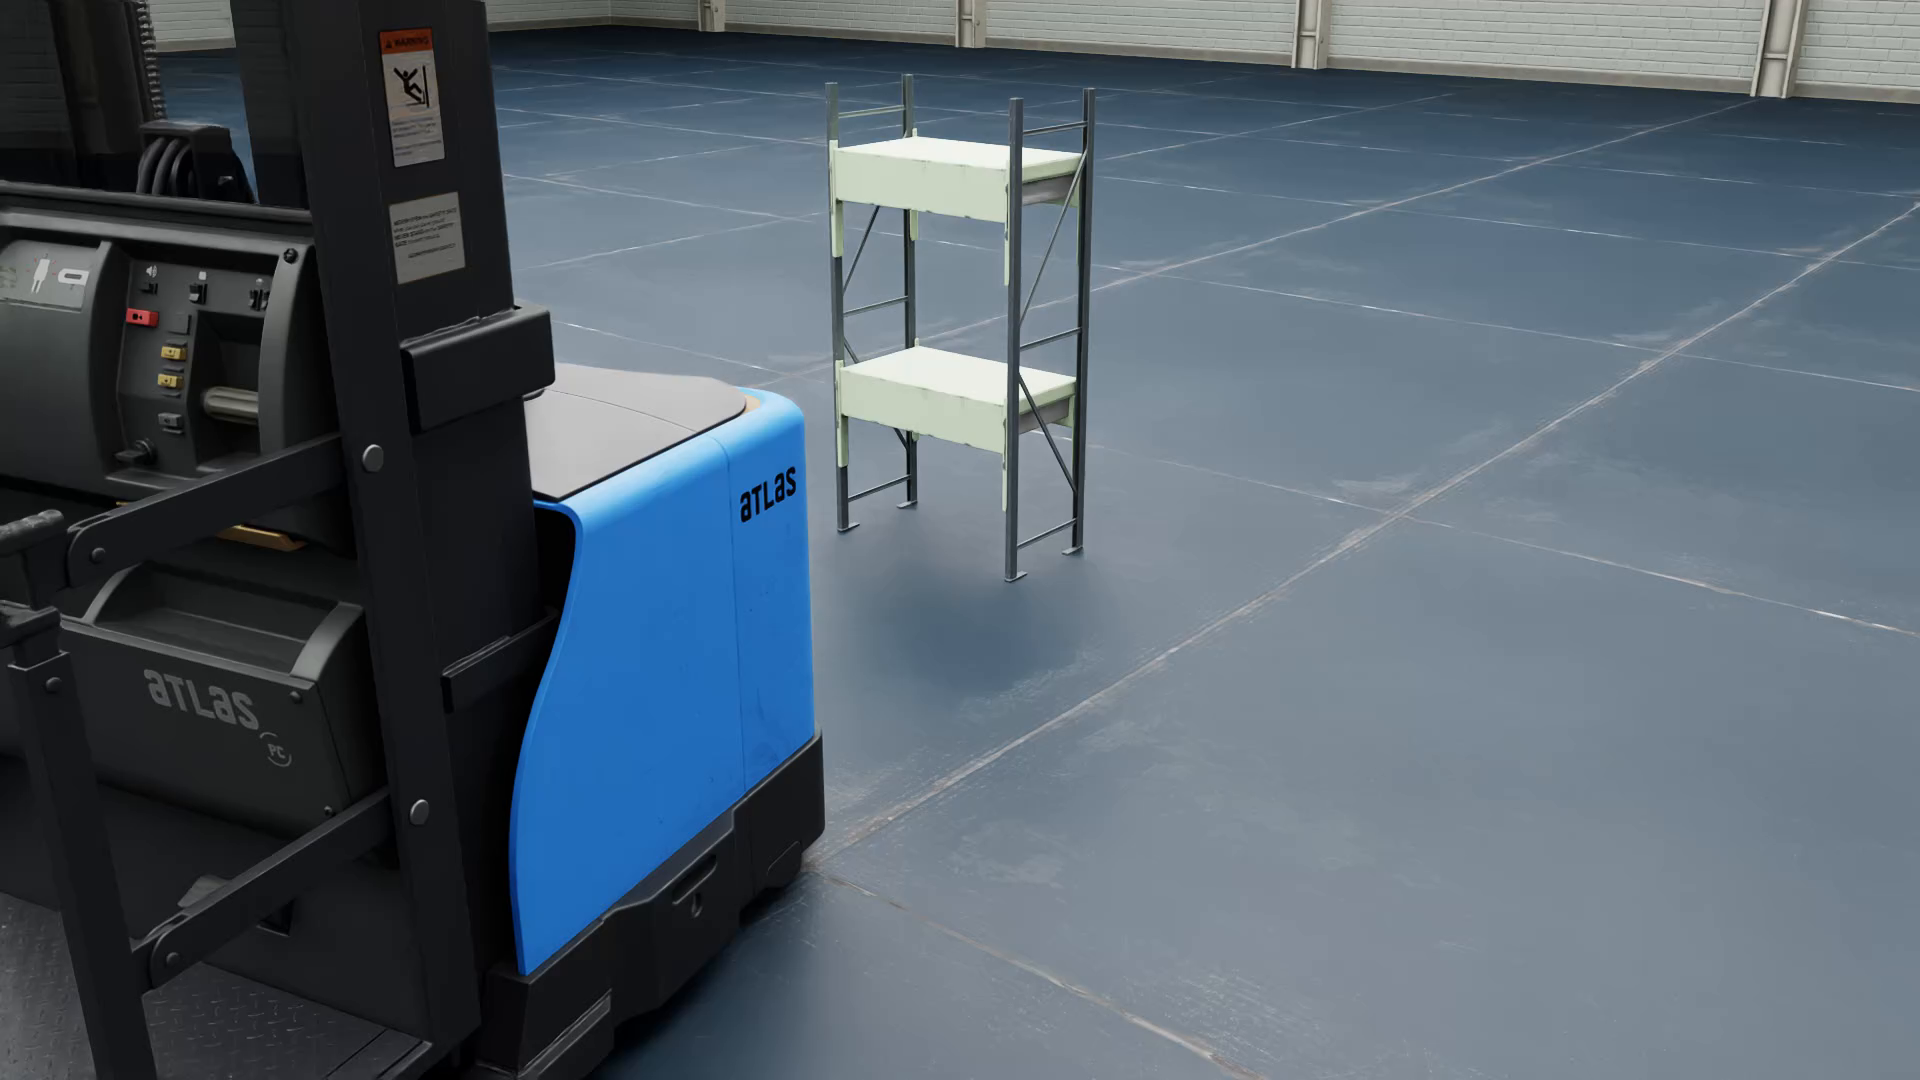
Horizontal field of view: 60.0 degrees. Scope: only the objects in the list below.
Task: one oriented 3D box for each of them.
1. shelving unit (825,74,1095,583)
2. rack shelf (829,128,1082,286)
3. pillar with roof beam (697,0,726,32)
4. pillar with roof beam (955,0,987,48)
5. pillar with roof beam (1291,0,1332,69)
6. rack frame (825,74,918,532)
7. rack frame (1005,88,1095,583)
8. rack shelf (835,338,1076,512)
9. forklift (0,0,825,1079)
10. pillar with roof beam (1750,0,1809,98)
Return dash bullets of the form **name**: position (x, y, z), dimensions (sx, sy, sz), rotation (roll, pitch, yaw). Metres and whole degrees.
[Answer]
- **shelving unit**: position (-0.005, -0.703, 5.407), dimensions (0.755, 1.500, 0.431), rotation (16, 26, 36)
- **rack shelf**: position (-0.005, -1.068, 5.270), dimensions (0.720, 0.370, 0.431), rotation (16, 26, 36)
- **pillar with roof beam**: position (-7.197, -12.231, 25.350), dimensions (0.400, 9.000, 9.100), rotation (16, 26, 36)
- **pillar with roof beam**: position (-2.549, -10.893, 21.800), dimensions (0.400, 9.000, 9.100), rotation (16, 26, 36)
- **pillar with roof beam**: position (2.100, -9.554, 18.250), dimensions (0.400, 9.000, 9.100), rotation (16, 26, 36)
- **rack frame**: position (-0.289, -0.785, 5.624), dimensions (0.023, 1.500, 0.400), rotation (16, 26, 36)
- **rack frame**: position (0.278, -0.622, 5.191), dimensions (0.023, 1.500, 0.400), rotation (16, 26, 36)
- **rack shelf**: position (-0.005, -0.398, 5.523), dimensions (0.720, 0.370, 0.431), rotation (16, 26, 36)
- **forklift**: position (-1.391, -0.271, 2.234), dimensions (1.130, 2.935, 3.031), rotation (9, 23, 24)
- **pillar with roof beam**: position (6.748, -8.215, 14.700), dimensions (0.400, 9.000, 9.100), rotation (16, 26, 36)
